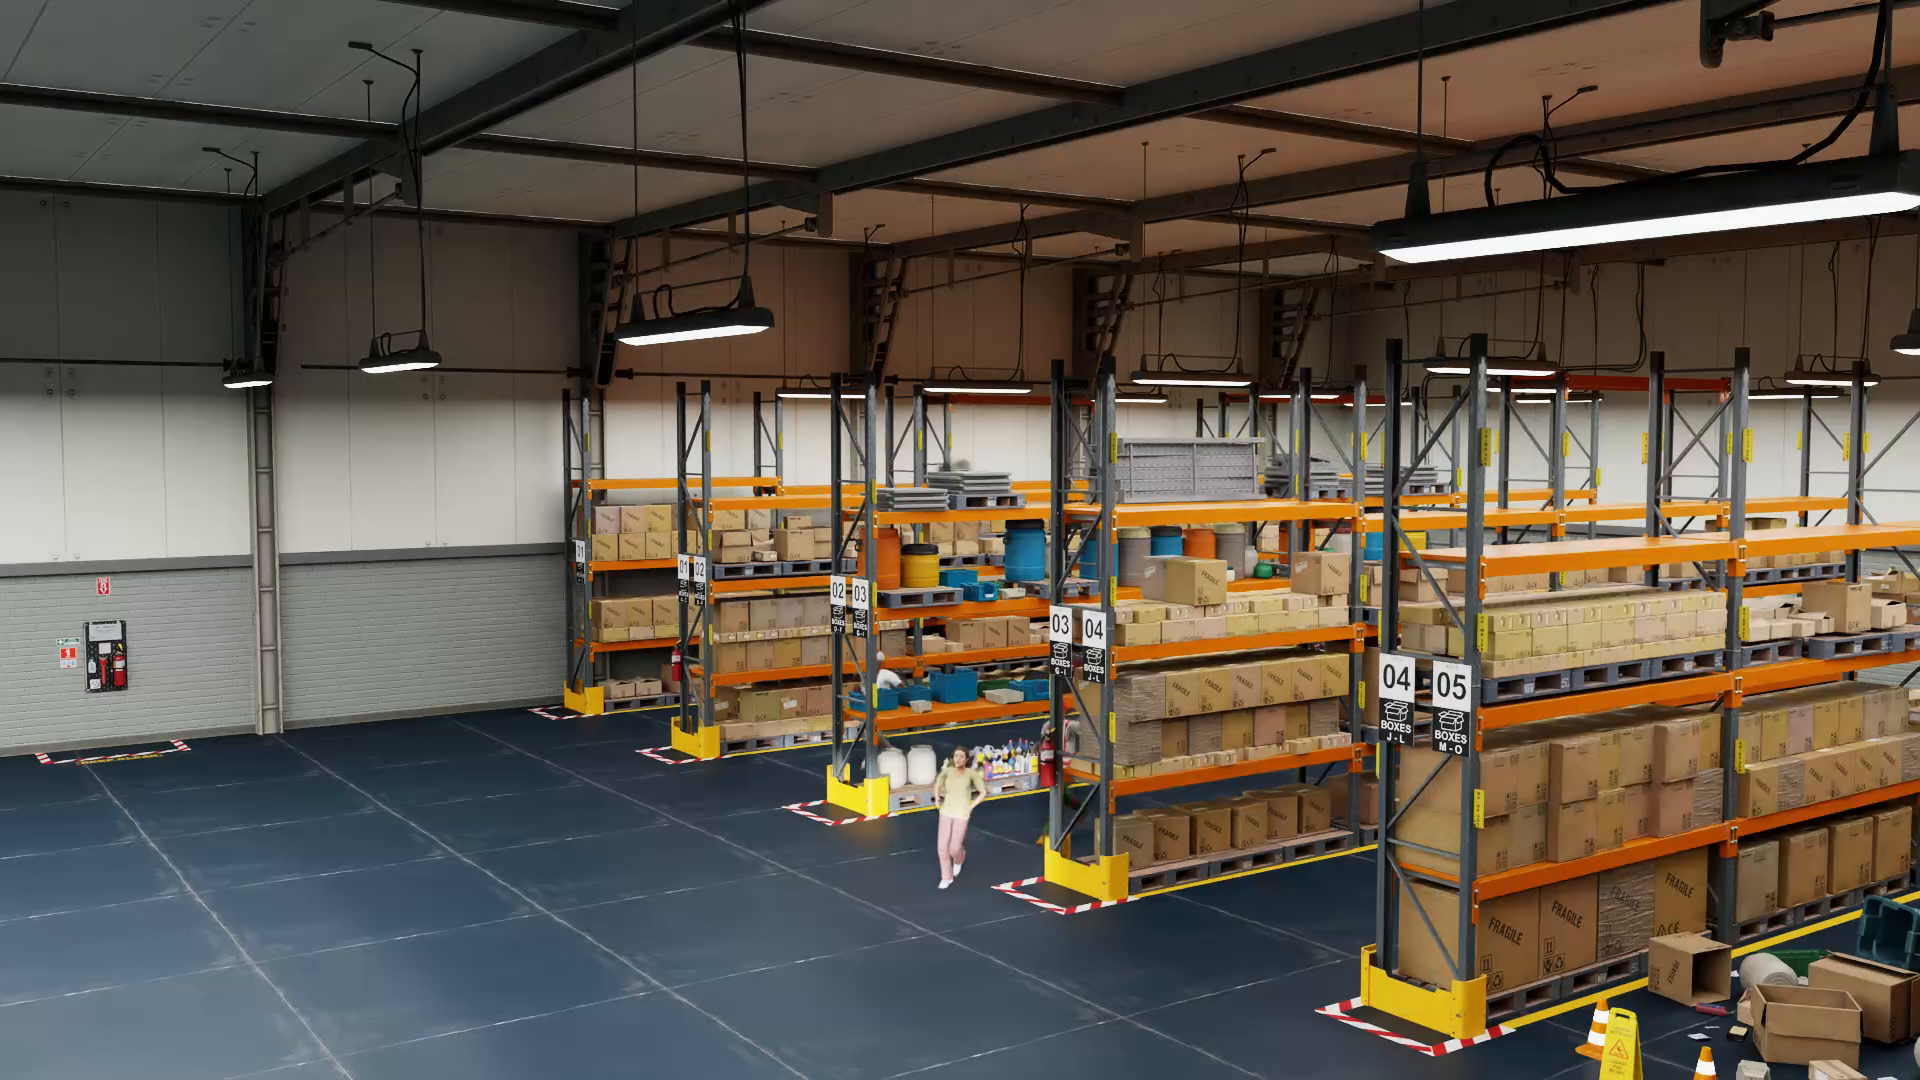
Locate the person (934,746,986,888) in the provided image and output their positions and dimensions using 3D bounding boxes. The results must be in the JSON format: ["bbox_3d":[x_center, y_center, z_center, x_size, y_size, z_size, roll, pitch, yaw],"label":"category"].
[{"bbox_3d":[-0.018,3.147,18.974,0.605,1.616,0.588,1,4,20],"label":"person"}]

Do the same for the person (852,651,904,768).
[{"bbox_3d":[-1.268,2.513,24.924,0.757,1.708,0.677,-3,5,-40],"label":"person"}]

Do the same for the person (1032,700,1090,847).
[{"bbox_3d":[1.296,2.911,21.133,0.691,1.810,1.010,4,5,44],"label":"person"}]
